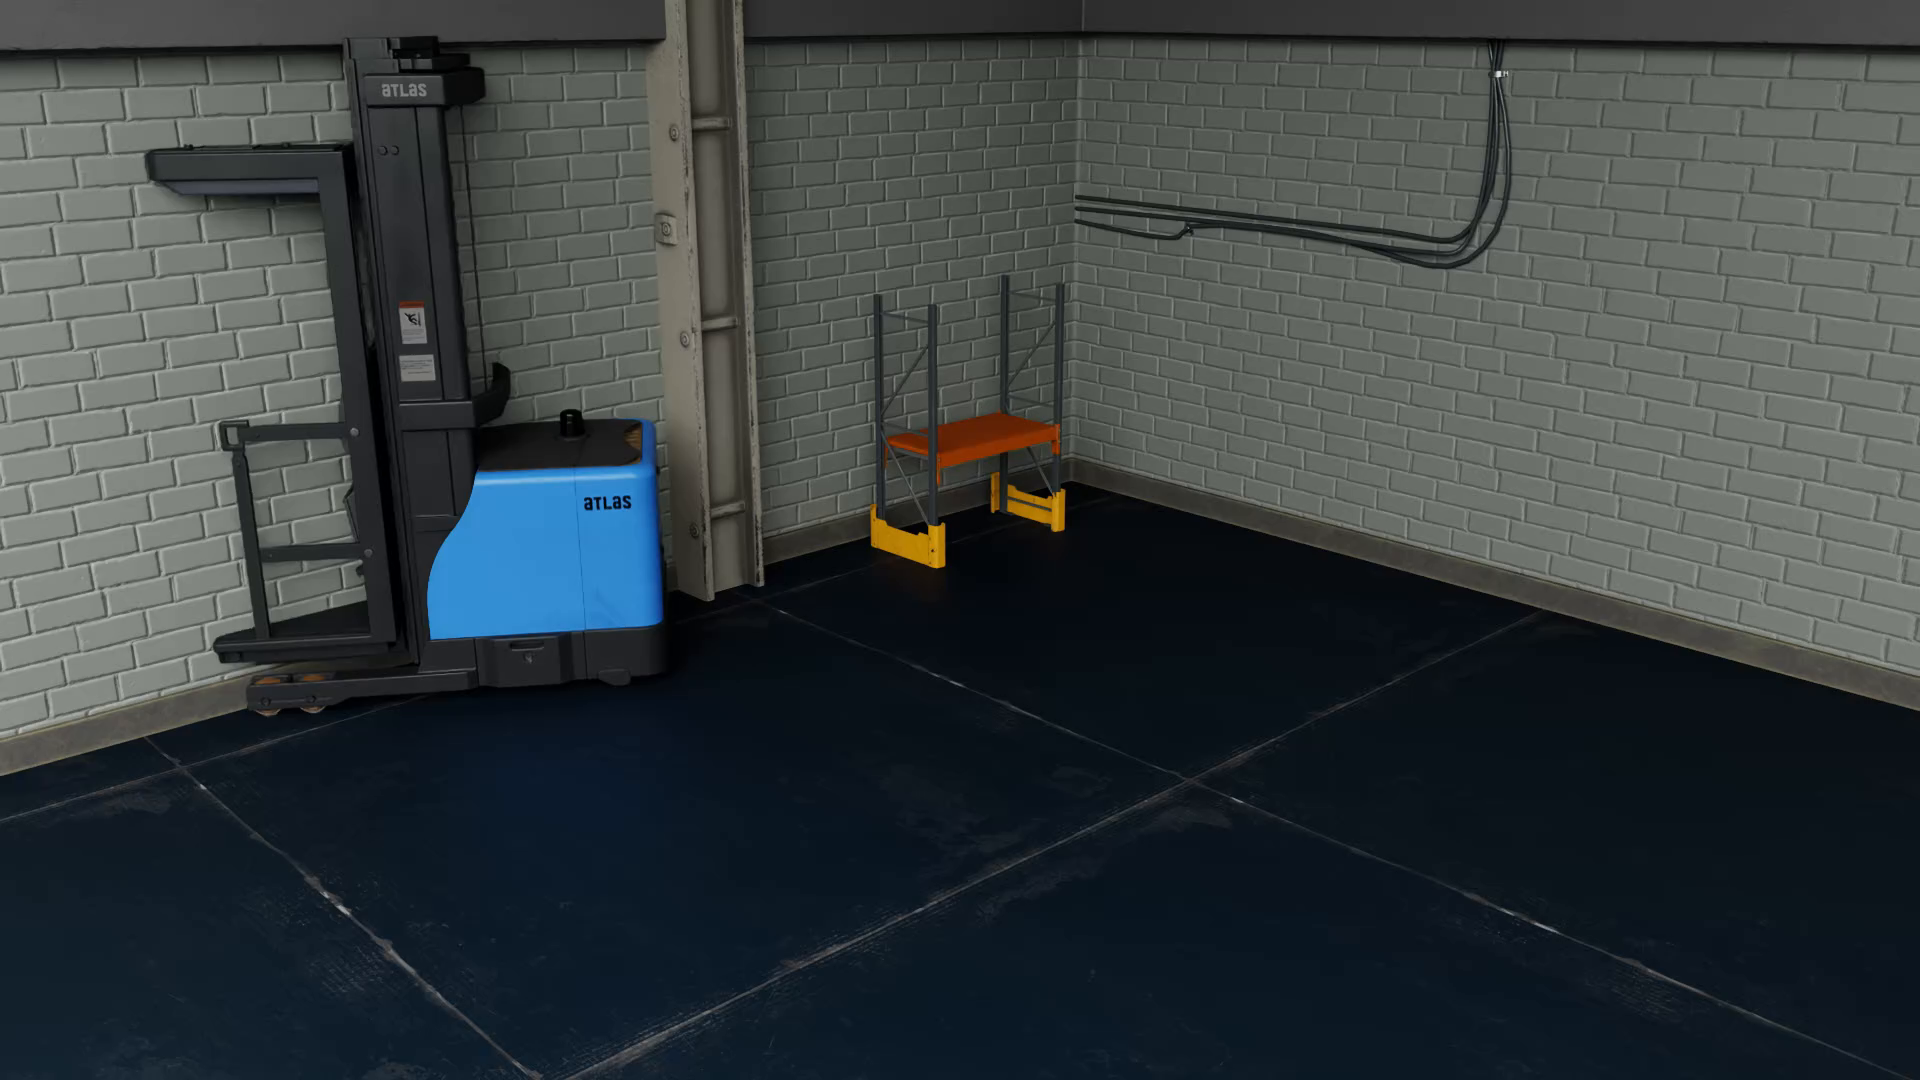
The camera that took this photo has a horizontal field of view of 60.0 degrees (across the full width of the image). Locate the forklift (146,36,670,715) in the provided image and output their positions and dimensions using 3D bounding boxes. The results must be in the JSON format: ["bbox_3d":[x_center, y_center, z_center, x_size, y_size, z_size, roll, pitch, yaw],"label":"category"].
[{"bbox_3d":[-2.944,-0.776,7.625,3.031,2.935,1.130,-3,18,-9],"label":"forklift"}]

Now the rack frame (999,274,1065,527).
[{"bbox_3d":[0.431,-0.839,10.141,0.032,1.500,0.500,-16,24,-41],"label":"rack frame"}]

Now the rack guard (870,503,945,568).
[{"bbox_3d":[-0.306,-0.030,9.670,0.087,0.250,0.587,-16,24,-41],"label":"rack guard"}]

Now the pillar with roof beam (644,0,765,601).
[{"bbox_3d":[1.631,-3.060,4.834,0.400,9.000,9.100,-16,24,-41],"label":"pillar with roof beam"}]

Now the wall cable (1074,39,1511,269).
[{"bbox_3d":[1.722,-2.876,9.299,0.112,2.526,3.097,-16,24,-41],"label":"wall cable"}]

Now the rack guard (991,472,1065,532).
[{"bbox_3d":[0.417,-0.241,10.321,0.087,0.250,0.587,-16,24,-41],"label":"rack guard"}]

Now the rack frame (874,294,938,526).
[{"bbox_3d":[-0.307,-0.624,9.477,0.032,1.500,0.500,-16,24,-41],"label":"rack frame"}]

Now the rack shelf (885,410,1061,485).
[{"bbox_3d":[0.062,-0.560,9.865,1.000,0.185,0.538,-16,24,-41],"label":"rack shelf"}]

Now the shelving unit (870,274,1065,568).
[{"bbox_3d":[0.055,-0.730,9.803,1.083,1.500,0.587,-16,24,-41],"label":"shelving unit"}]
